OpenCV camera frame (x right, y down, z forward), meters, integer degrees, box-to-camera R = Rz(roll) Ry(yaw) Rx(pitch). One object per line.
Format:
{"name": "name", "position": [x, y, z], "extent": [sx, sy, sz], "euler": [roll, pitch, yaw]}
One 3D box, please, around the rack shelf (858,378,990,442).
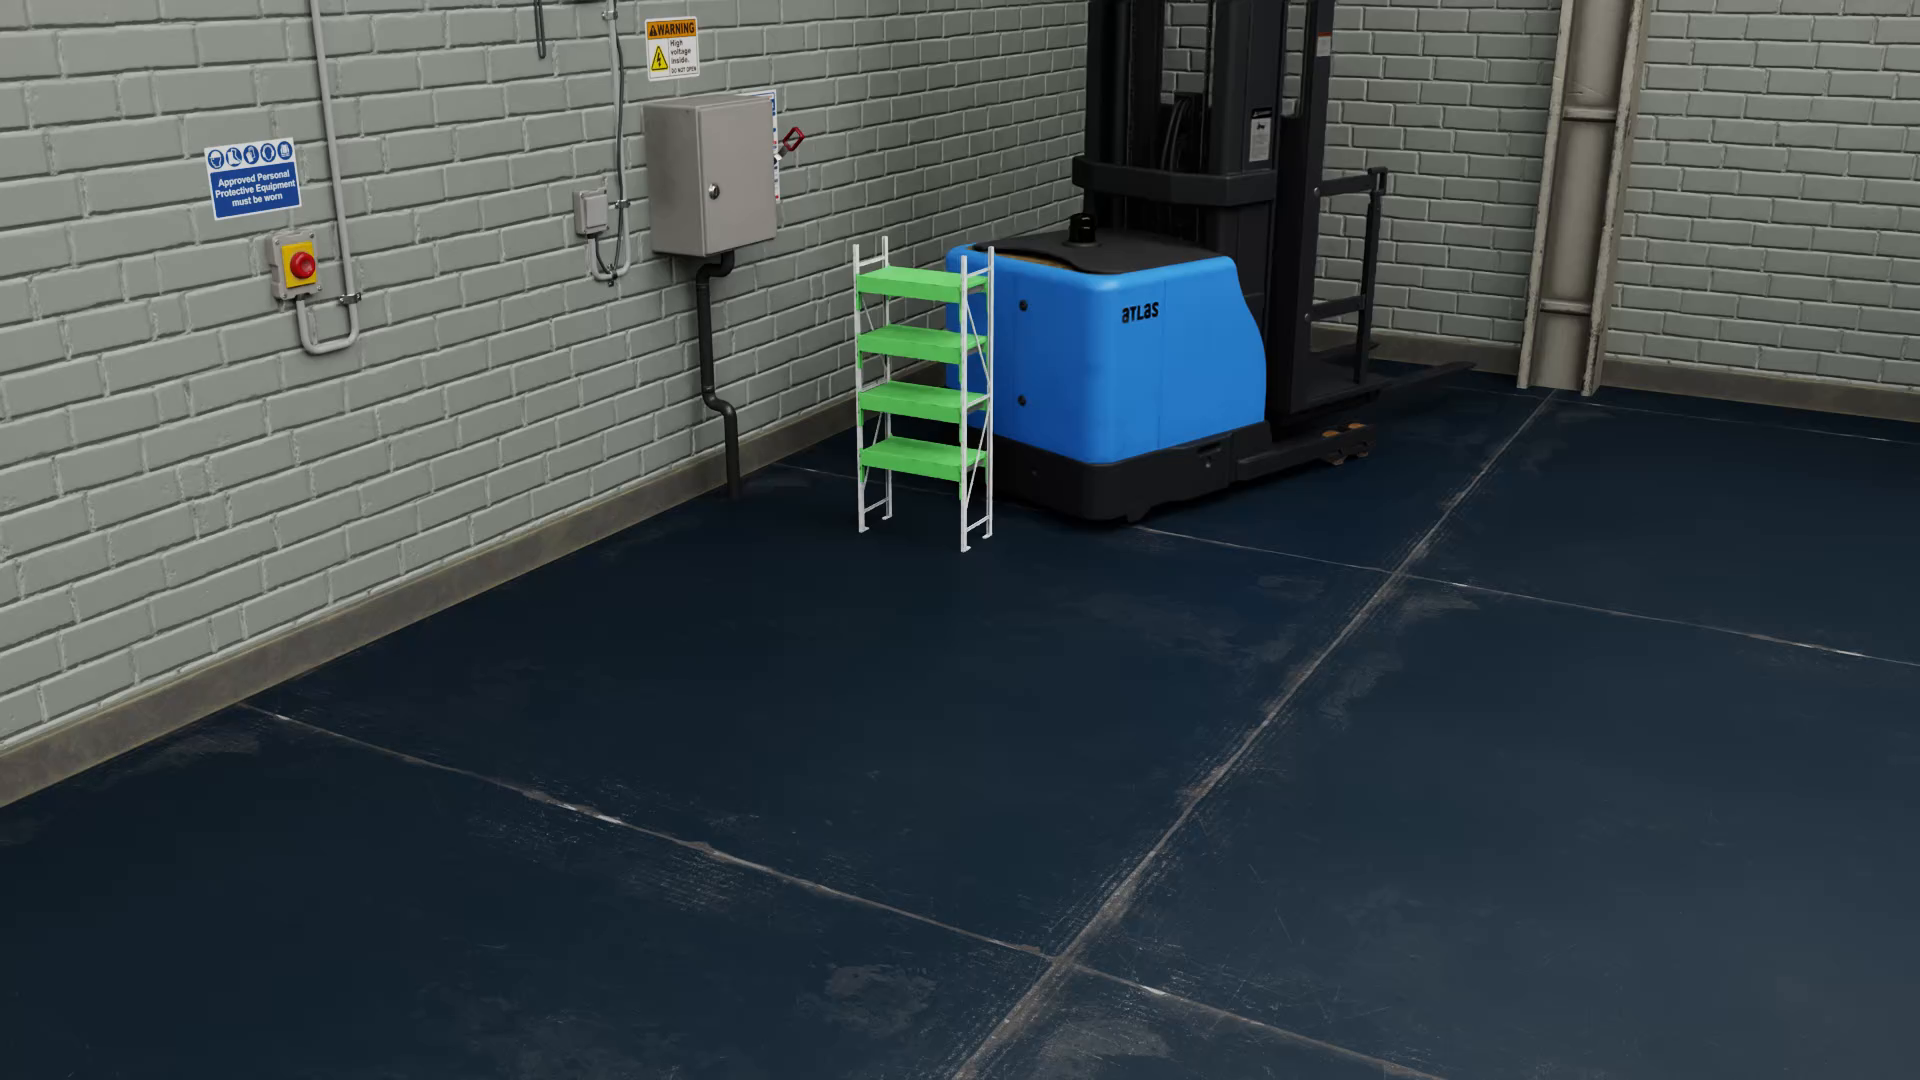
{"name": "rack shelf", "position": [-0.145, -0.531, 6.758], "extent": [0.480, 0.148, 0.258], "euler": [11, 23, 27]}

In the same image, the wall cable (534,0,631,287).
{"name": "wall cable", "position": [-1.436, -1.904, 6.225], "extent": [0.122, 1.984, 0.588], "euler": [11, 23, 27]}

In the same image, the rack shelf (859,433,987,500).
{"name": "rack shelf", "position": [-0.145, -0.306, 6.840], "extent": [0.480, 0.148, 0.258], "euler": [11, 23, 27]}

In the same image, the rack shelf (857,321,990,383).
{"name": "rack shelf", "position": [-0.145, -0.757, 6.676], "extent": [0.480, 0.148, 0.258], "euler": [11, 23, 27]}

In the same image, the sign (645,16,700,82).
{"name": "sign", "position": [-1.173, -2.010, 6.795], "extent": [0.001, 0.242, 0.339], "euler": [11, 23, 27]}

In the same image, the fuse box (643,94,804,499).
{"name": "fuse box", "position": [-0.965, -0.998, 7.106], "extent": [0.414, 1.711, 0.539], "euler": [11, 23, 27]}

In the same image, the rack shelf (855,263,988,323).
{"name": "rack shelf", "position": [-0.145, -0.983, 6.594], "extent": [0.480, 0.148, 0.258], "euler": [11, 23, 27]}

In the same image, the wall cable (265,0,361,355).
{"name": "wall cable", "position": [-2.117, -1.495, 5.051], "extent": [0.123, 1.953, 0.585], "euler": [11, 23, 27]}

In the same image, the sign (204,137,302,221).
{"name": "sign", "position": [-2.194, -1.125, 5.172], "extent": [0.001, 0.218, 0.327], "euler": [11, 23, 27]}

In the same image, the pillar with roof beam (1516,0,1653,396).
{"name": "pillar with roof beam", "position": [1.221, -3.805, 4.159], "extent": [0.400, 9.000, 9.100], "euler": [11, 23, 27]}

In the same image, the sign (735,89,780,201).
{"name": "sign", "position": [-0.905, -1.740, 7.403], "extent": [0.001, 0.494, 0.329], "euler": [11, 23, 27]}

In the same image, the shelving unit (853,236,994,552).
{"name": "shelving unit", "position": [-0.145, -0.592, 6.736], "extent": [0.503, 1.200, 0.258], "euler": [11, 23, 27]}

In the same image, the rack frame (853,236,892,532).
{"name": "rack frame", "position": [-0.358, -0.632, 6.848], "extent": [0.015, 1.200, 0.240], "euler": [11, 23, 27]}

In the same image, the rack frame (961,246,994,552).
{"name": "rack frame", "position": [0.068, -0.551, 6.625], "extent": [0.015, 1.200, 0.240], "euler": [11, 23, 27]}

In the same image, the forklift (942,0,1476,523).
{"name": "forklift", "position": [1.365, -1.848, 7.663], "extent": [3.031, 2.935, 1.130], "euler": [-16, 26, -38]}
